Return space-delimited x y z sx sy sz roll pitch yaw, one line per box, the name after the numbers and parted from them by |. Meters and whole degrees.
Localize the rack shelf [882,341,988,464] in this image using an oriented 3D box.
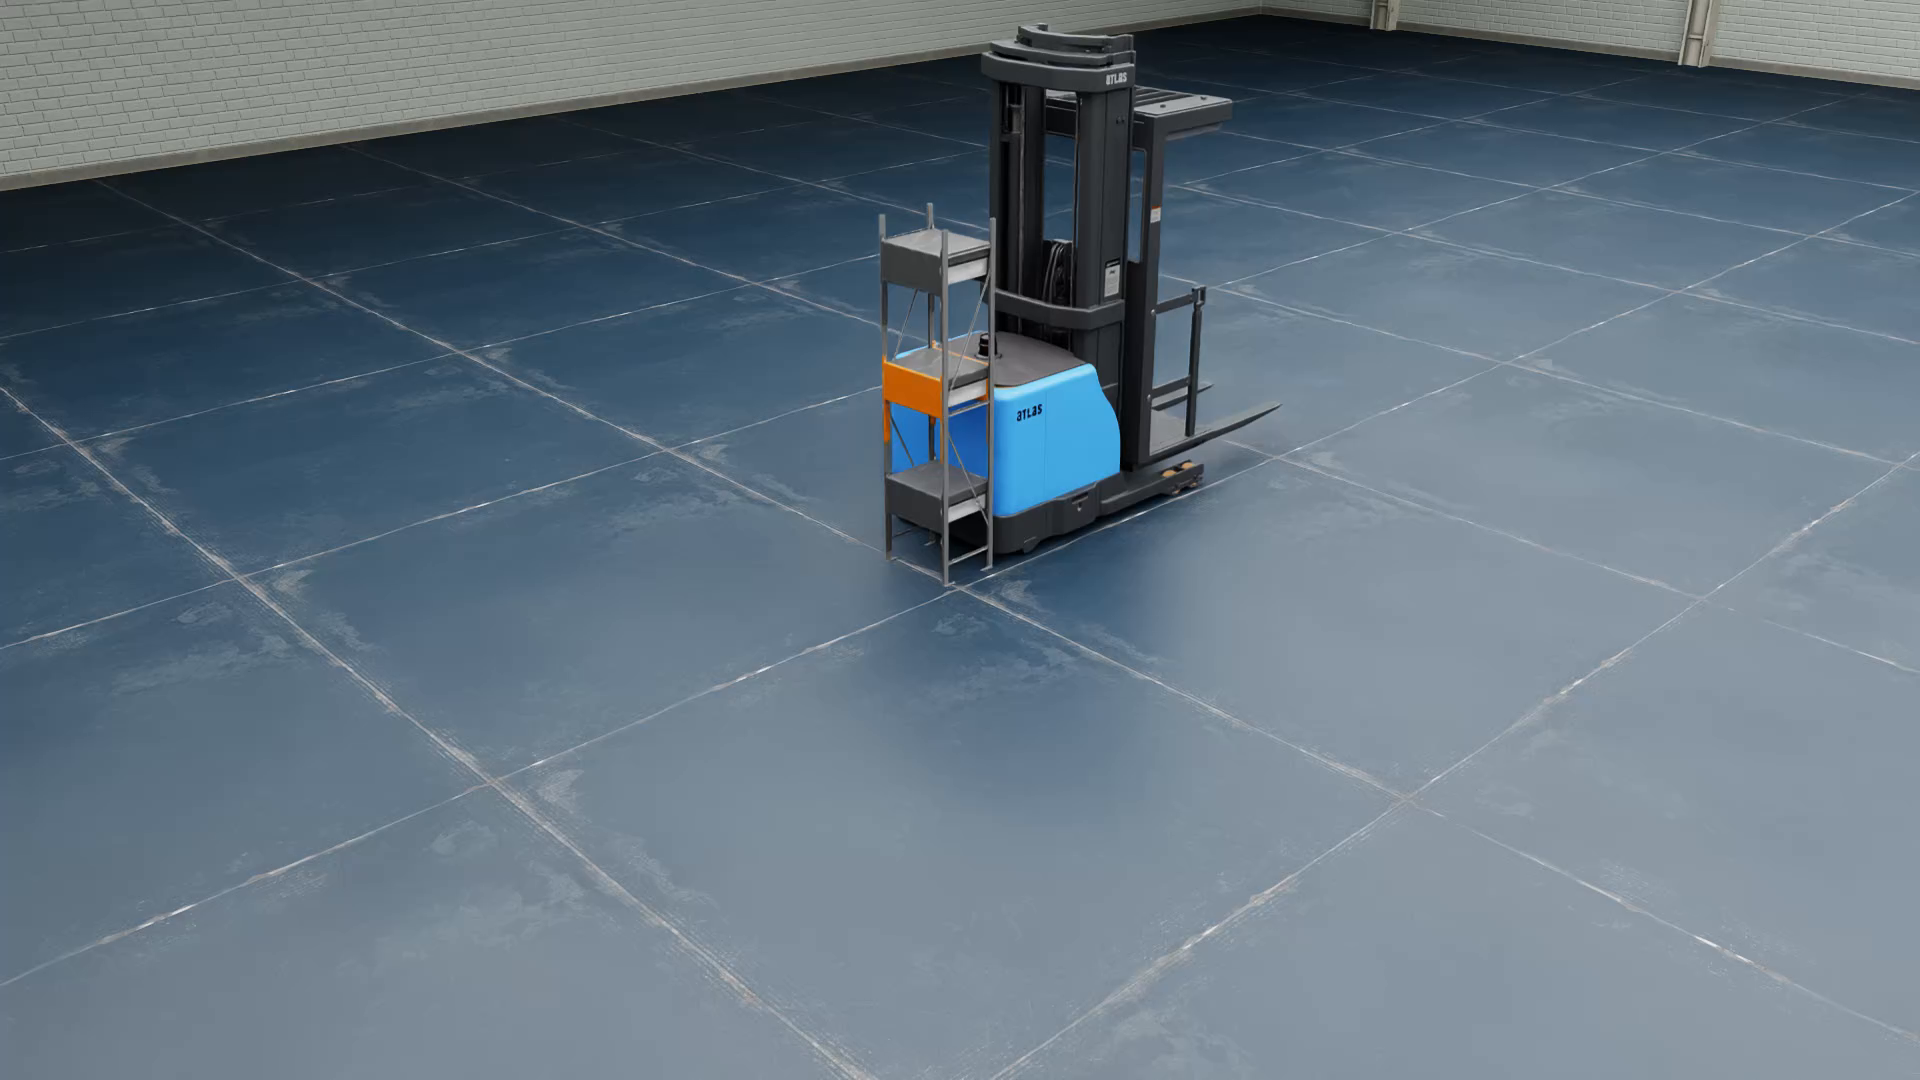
-0.126 -0.793 9.492 0.480 0.518 0.431 22 33 40 | rack shelf

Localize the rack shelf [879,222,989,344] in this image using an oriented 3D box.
-0.126 -1.430 9.202 0.480 0.518 0.431 22 33 40 | rack shelf

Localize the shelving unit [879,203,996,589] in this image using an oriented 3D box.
-0.126 -0.806 9.486 0.503 2.100 0.431 22 33 40 | shelving unit

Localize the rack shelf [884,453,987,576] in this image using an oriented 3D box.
-0.126 -0.157 9.783 0.480 0.518 0.431 22 33 40 | rack shelf

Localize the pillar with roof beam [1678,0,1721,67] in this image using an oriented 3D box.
8.948 -10.702 22.866 9.100 9.000 0.400 -21 32 -38 | pillar with roof beam

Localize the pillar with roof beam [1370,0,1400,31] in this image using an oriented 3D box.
4.847 -12.519 26.851 9.100 9.000 0.400 -21 32 -38 | pillar with roof beam

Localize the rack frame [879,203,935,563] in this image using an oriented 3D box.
-0.298 -0.877 9.643 0.015 2.100 0.400 22 33 40 | rack frame

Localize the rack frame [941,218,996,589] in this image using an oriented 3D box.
0.047 -0.734 9.330 0.015 2.100 0.400 22 33 40 | rack frame

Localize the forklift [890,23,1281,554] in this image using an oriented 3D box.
0.970 -1.761 10.578 3.031 2.935 1.130 -22 32 -39 | forklift
